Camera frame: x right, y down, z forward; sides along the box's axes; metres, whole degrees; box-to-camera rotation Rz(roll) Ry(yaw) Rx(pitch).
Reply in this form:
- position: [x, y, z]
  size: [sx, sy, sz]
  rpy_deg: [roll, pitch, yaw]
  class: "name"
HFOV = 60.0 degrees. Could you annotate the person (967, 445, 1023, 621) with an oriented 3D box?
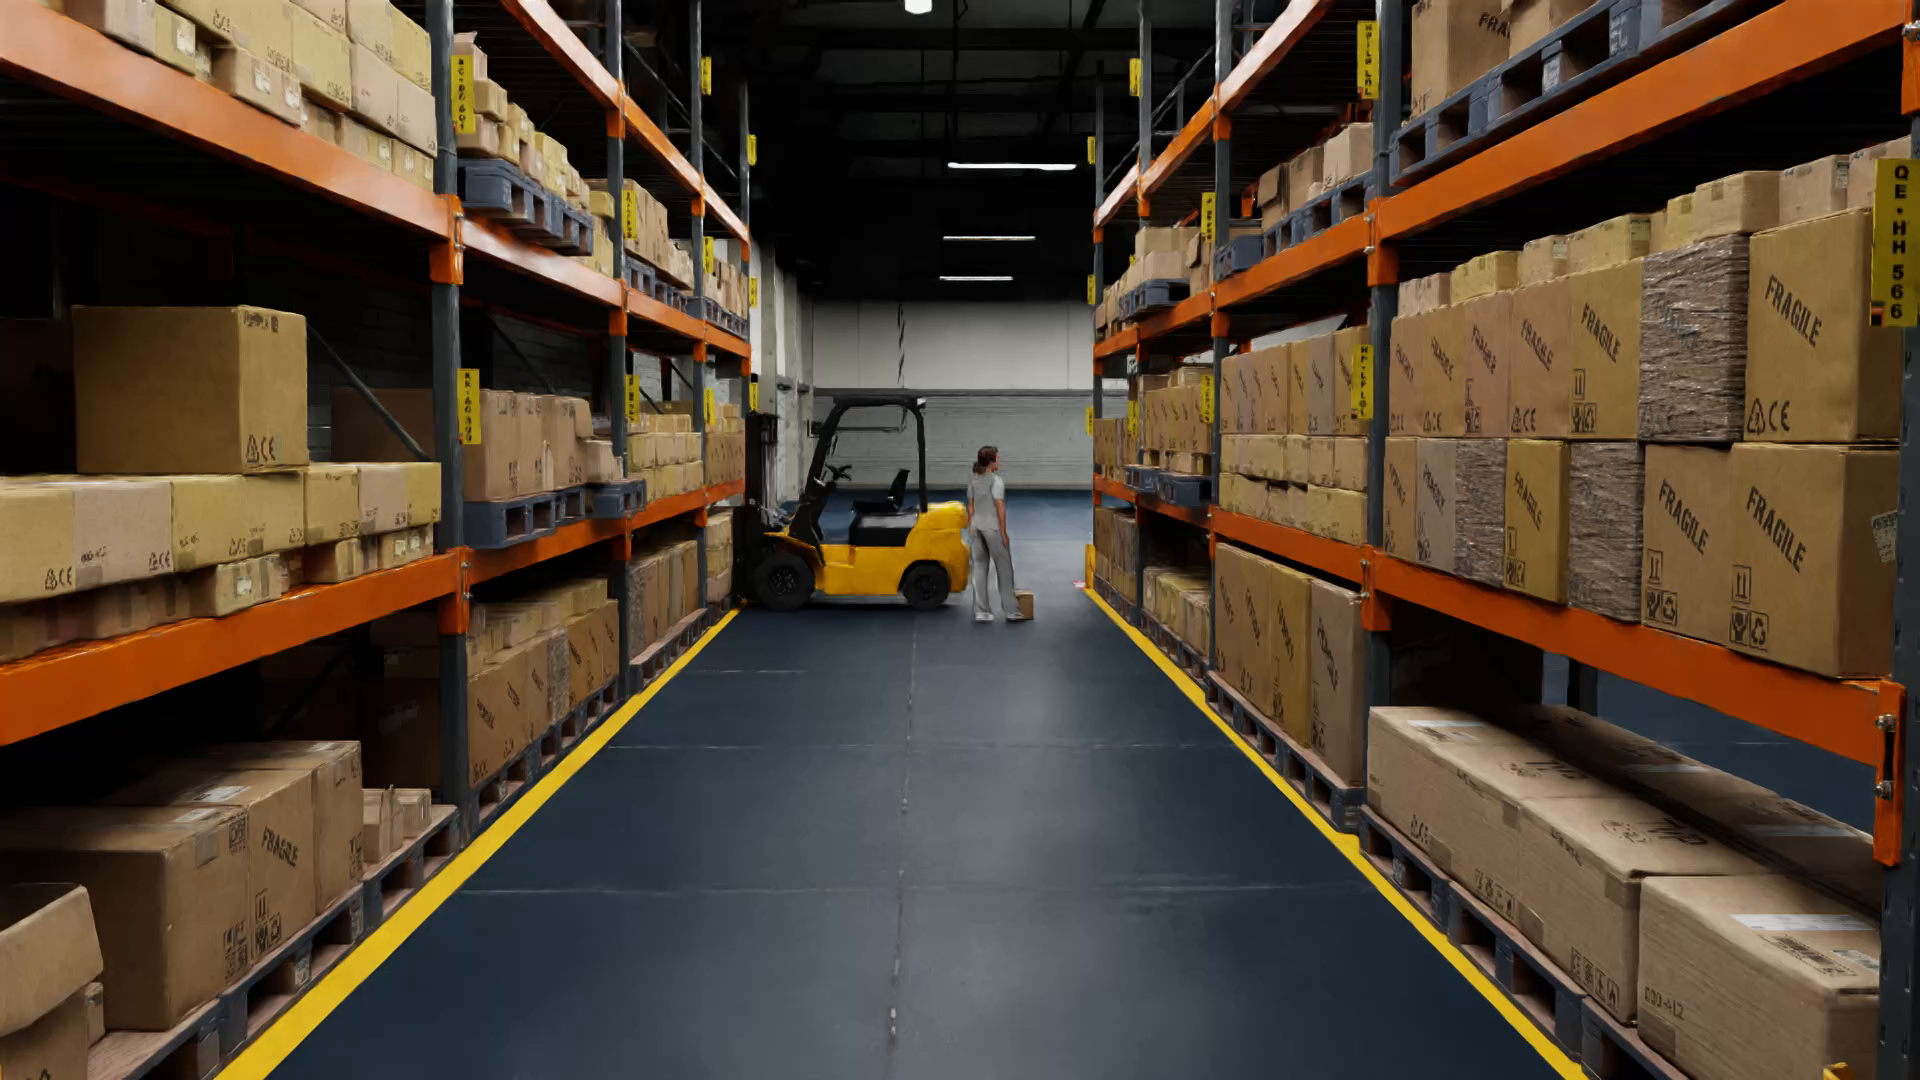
- position: [0.331, -0.067, 15.863]
  size: [0.461, 1.672, 0.549]
  rpy_deg: [3, 5, 40]
  class: "person"
